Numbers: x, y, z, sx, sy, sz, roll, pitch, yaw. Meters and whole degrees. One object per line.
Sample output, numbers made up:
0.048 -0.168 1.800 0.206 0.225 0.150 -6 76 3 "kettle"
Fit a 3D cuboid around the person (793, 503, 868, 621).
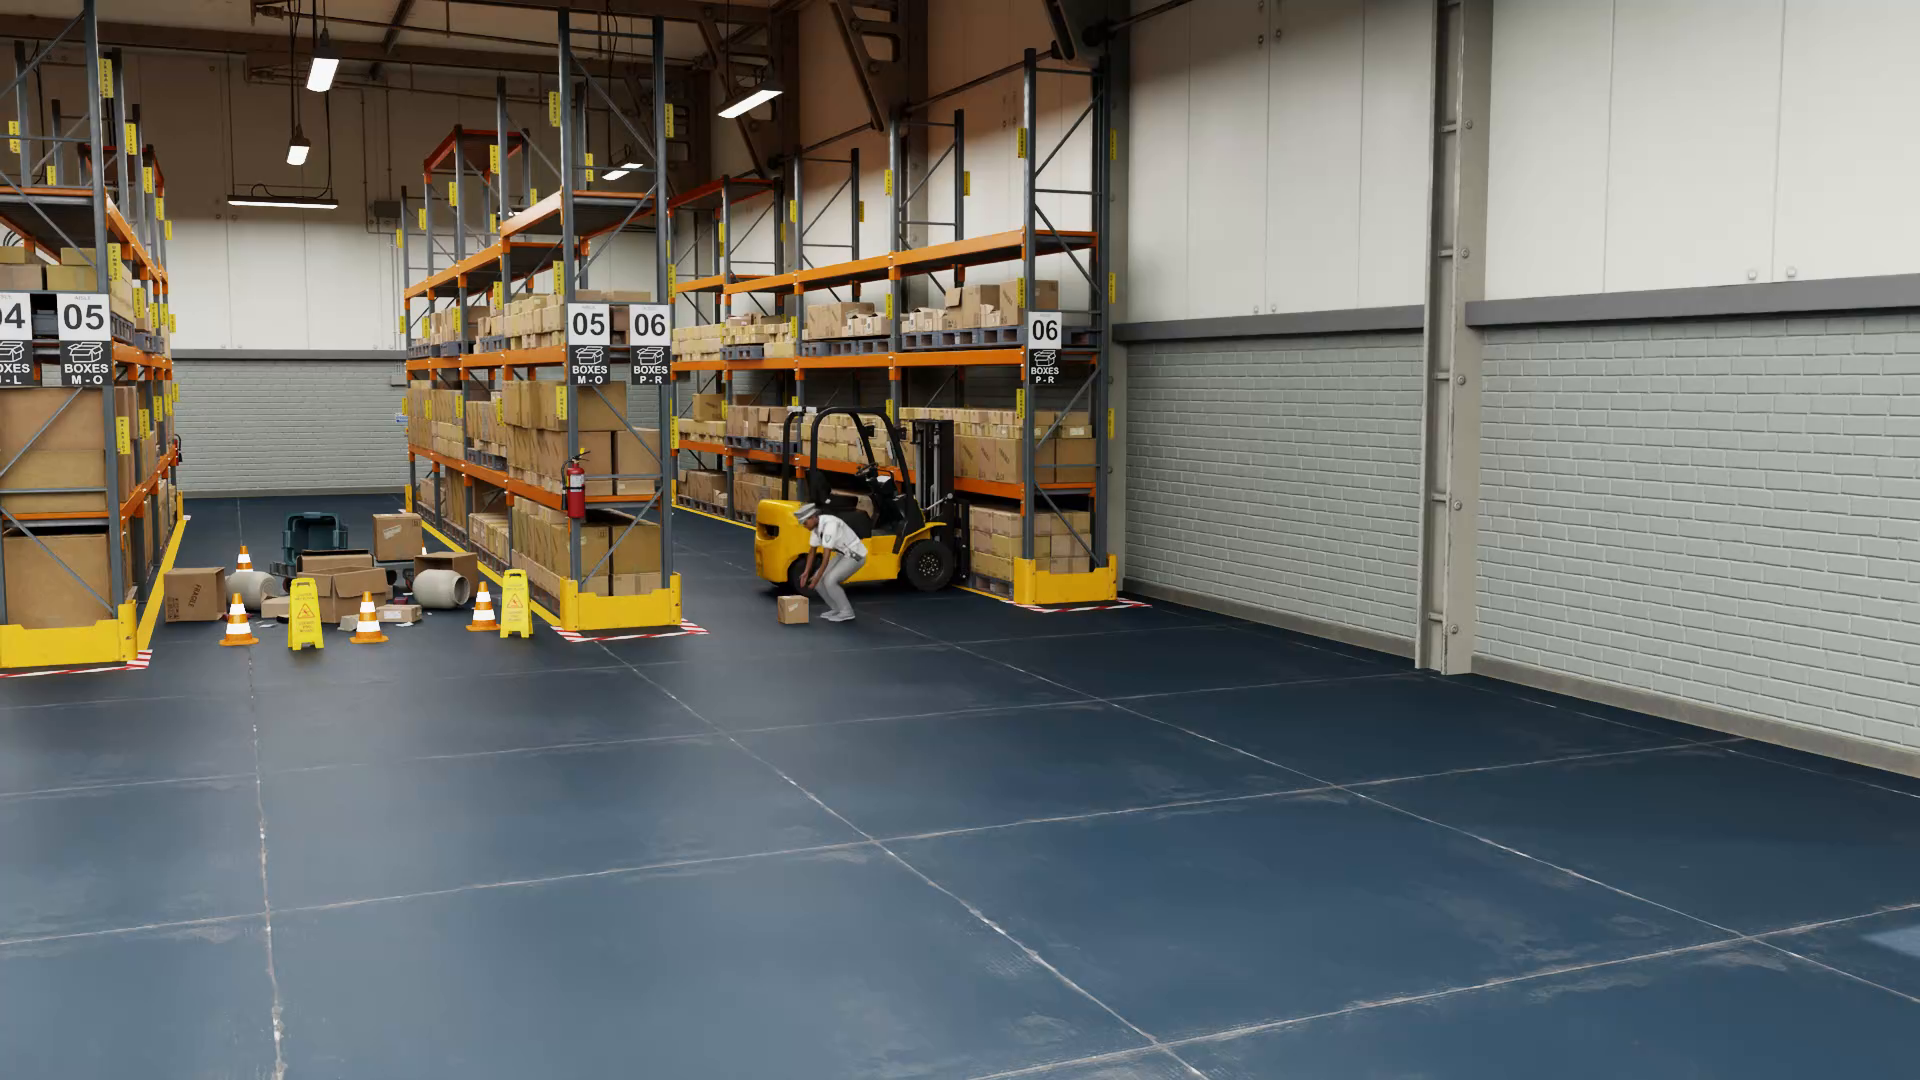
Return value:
-1.329 0.237 17.067 0.792 1.187 0.501 -2 6 -24 "person"
